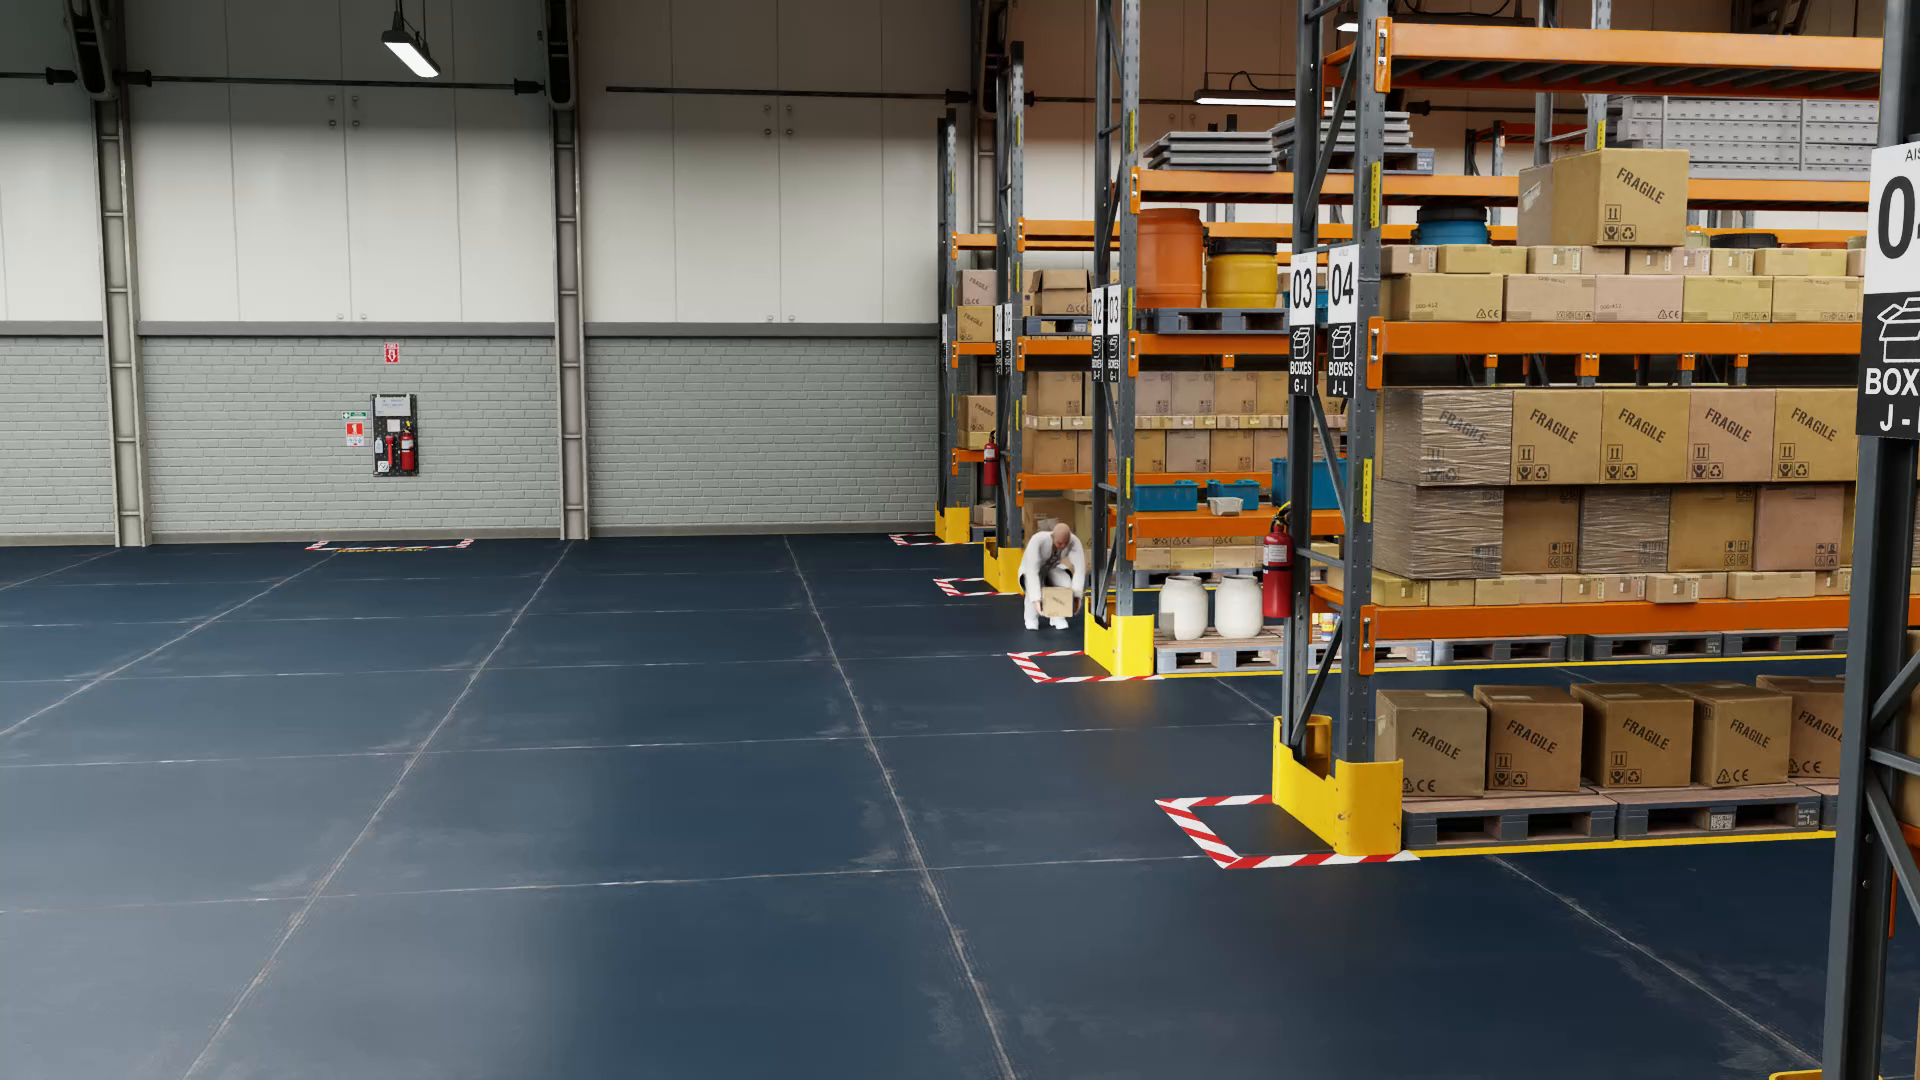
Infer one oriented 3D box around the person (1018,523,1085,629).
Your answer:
[{"bbox_3d":[0.870,0.336,16.002,0.612,1.062,0.893,-1,6,-9],"label":"person"}]
